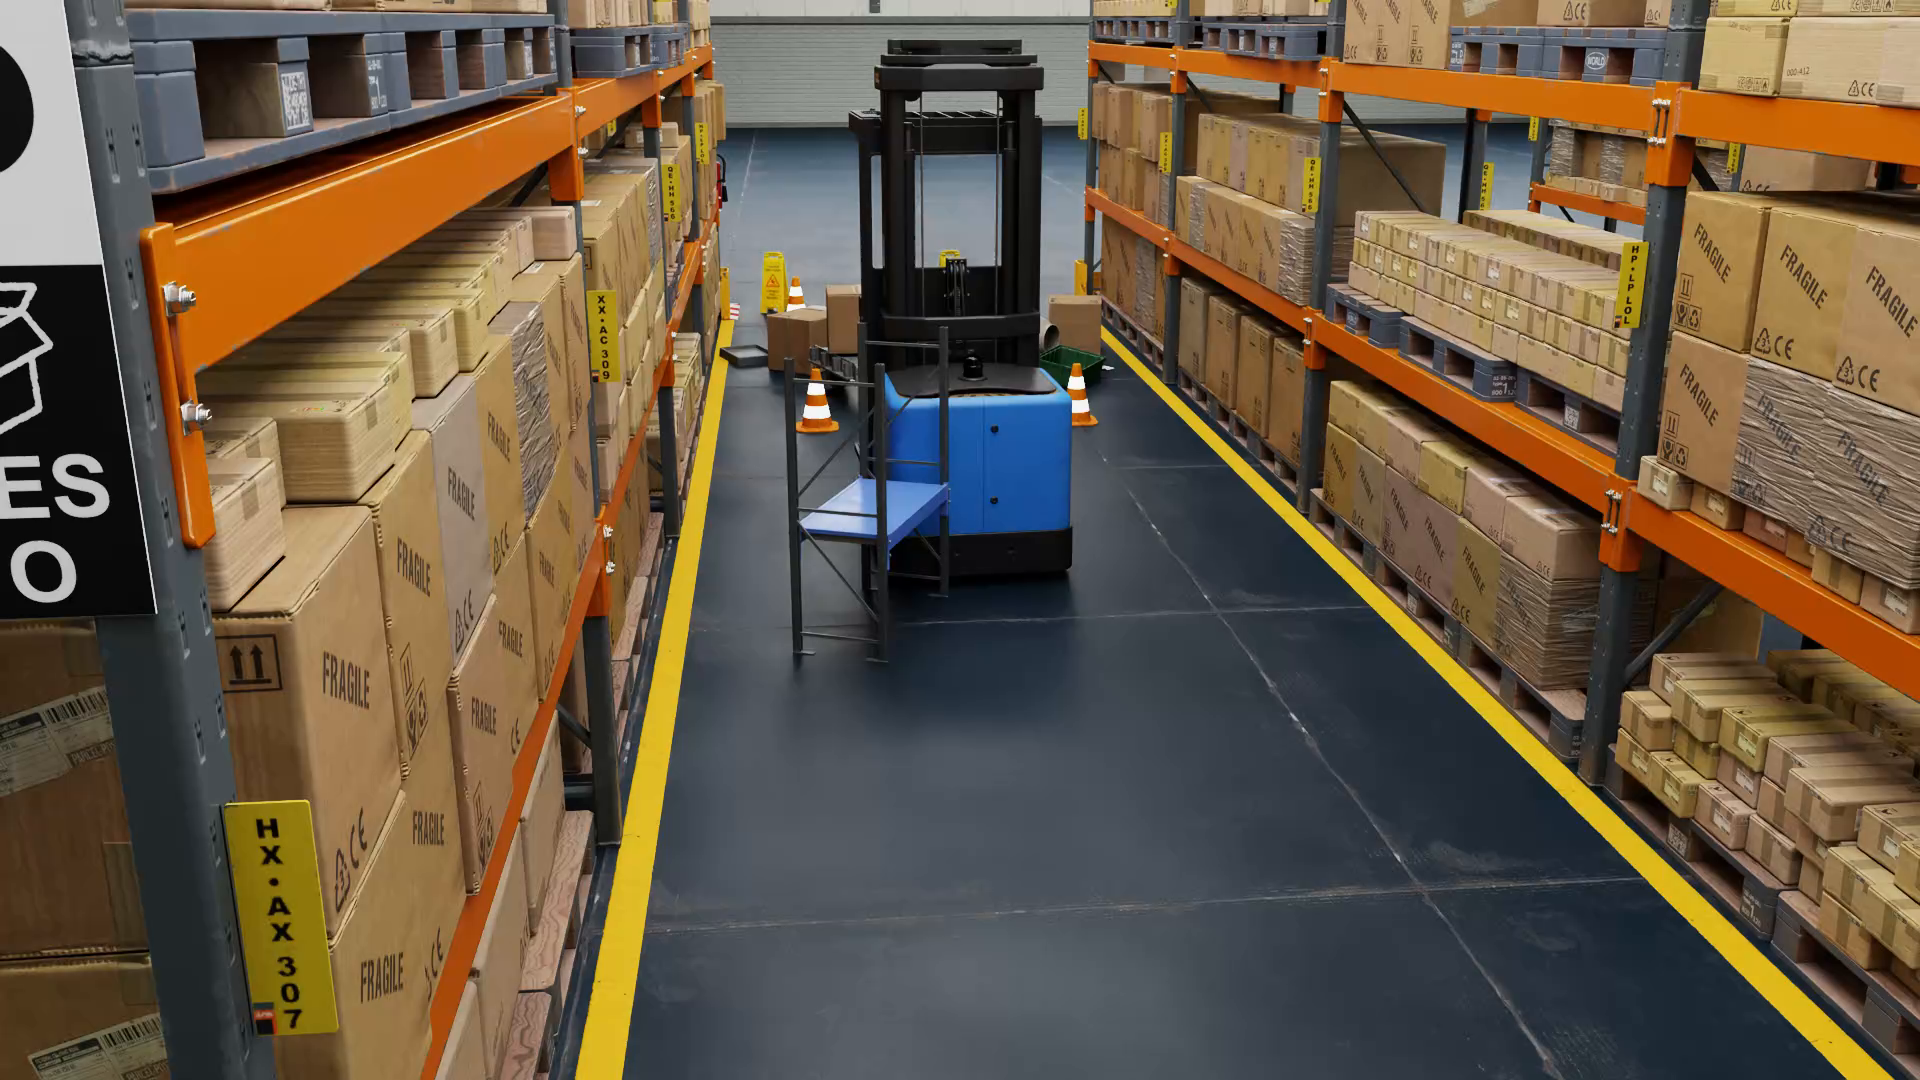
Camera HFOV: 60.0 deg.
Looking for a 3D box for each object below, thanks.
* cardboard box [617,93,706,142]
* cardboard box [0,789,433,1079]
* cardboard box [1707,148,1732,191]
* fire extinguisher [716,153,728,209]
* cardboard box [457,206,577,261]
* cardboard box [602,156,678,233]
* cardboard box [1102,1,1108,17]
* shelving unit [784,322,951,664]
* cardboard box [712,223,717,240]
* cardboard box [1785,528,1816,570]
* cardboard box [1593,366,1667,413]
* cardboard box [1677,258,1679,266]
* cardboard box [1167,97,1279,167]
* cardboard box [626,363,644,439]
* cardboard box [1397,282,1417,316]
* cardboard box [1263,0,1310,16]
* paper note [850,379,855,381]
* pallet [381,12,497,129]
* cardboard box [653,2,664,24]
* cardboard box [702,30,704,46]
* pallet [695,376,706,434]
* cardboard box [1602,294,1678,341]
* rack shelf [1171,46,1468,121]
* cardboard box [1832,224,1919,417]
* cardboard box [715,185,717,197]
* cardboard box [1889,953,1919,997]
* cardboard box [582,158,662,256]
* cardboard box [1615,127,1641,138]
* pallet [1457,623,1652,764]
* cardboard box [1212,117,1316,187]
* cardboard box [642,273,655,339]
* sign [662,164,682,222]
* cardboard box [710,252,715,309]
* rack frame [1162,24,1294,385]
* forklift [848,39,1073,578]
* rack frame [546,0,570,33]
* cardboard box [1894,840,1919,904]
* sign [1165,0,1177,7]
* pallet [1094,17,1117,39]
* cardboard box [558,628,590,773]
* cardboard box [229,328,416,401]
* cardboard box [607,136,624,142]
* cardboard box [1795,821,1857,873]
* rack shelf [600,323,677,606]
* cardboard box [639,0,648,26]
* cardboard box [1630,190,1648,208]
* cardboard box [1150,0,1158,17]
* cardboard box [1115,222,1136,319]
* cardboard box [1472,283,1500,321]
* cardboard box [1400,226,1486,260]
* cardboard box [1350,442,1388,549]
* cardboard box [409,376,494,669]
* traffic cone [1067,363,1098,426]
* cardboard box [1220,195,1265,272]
[{"bbox_3d":[-2.466,-3.438,13.788,0.700,0.500,0.500,-2,18,-6],"label":"cardboard box"},{"bbox_3d":[-1.163,0.742,2.639,0.500,0.500,0.500,-2,18,-6],"label":"cardboard box"},{"bbox_3d":[7.236,-3.265,14.907,0.875,0.500,0.500,-2,18,-6],"label":"cardboard box"},{"bbox_3d":[-2.603,-3.837,17.520,0.296,0.674,0.183,-2,18,-6],"label":"fire extinguisher"},{"bbox_3d":[-1.463,-1.002,5.443,0.380,0.149,0.250,-2,18,-7],"label":"cardboard box"},{"bbox_3d":[-2.163,-2.286,11.087,0.500,0.500,0.500,-1,17,-5],"label":"cardboard box"},{"bbox_3d":[1.633,-5.305,16.611,0.380,0.149,0.250,-2,18,-5],"label":"cardboard box"},{"bbox_3d":[-0.450,-0.275,8.548,0.538,1.500,1.048,5,18,16],"label":"shelving unit"},{"bbox_3d":[-2.603,-3.043,16.417,0.380,0.149,0.250,-1,17,-4],"label":"cardboard box"},{"bbox_3d":[3.008,0.015,5.542,0.380,0.149,0.250,-3,18,-8],"label":"cardboard box"},{"bbox_3d":[2.864,-0.626,6.881,0.380,0.149,0.250,-2,18,-7],"label":"cardboard box"},{"bbox_3d":[3.410,-1.239,7.841,0.380,0.149,0.250,-2,18,-6],"label":"cardboard box"},{"bbox_3d":[2.273,-3.514,14.310,0.875,0.550,0.550,-2,18,-6],"label":"cardboard box"},{"bbox_3d":[-1.686,-0.625,7.411,0.500,0.250,0.500,-2,18,-6],"label":"cardboard box"},{"bbox_3d":[2.620,-1.325,9.109,0.380,0.149,0.250,-1,17,-3],"label":"cardboard box"},{"bbox_3d":[2.283,-3.564,10.794,0.500,0.311,0.500,-2,18,-6],"label":"cardboard box"},{"bbox_3d":[-0.994,-1.428,14.674,0.148,0.019,0.142,-2,18,-6],"label":"paper note"},{"bbox_3d":[-1.615,-1.032,3.597,1.003,0.211,1.213,-2,18,-6],"label":"pallet"},{"bbox_3d":[-2.334,-3.721,11.564,0.500,0.250,0.500,-2,17,-5],"label":"cardboard box"},{"bbox_3d":[-2.531,-4.583,15.178,0.380,0.149,0.250,-2,18,-6],"label":"cardboard box"},{"bbox_3d":[-2.555,-1.071,13.237,1.003,0.211,1.213,-2,18,-6],"label":"pallet"},{"bbox_3d":[2.866,-0.911,6.796,0.380,0.149,0.250,-1,17,-3],"label":"cardboard box"},{"bbox_3d":[2.483,-3.309,11.902,1.077,0.370,4.000,-2,18,-6],"label":"rack shelf"},{"bbox_3d":[2.996,-0.653,4.916,0.500,0.500,0.500,-1,17,-5],"label":"cardboard box"},{"bbox_3d":[-2.661,-3.529,16.828,0.380,0.149,0.250,-2,18,-6],"label":"cardboard box"},{"bbox_3d":[3.097,1.306,5.067,0.380,0.149,0.250,-1,17,-4],"label":"cardboard box"},{"bbox_3d":[-1.911,-1.821,9.132,0.500,0.500,0.500,-2,18,-7],"label":"cardboard box"},{"bbox_3d":[6.749,-4.179,16.148,0.500,0.500,0.500,-2,18,-6],"label":"cardboard box"},{"bbox_3d":[3.020,0.665,7.705,1.003,0.211,1.213,-2,18,-6],"label":"pallet"},{"bbox_3d":[2.389,-3.040,13.018,0.700,0.500,0.500,-2,18,-7],"label":"cardboard box"},{"bbox_3d":[-1.792,-1.168,8.305,0.500,0.250,0.500,-2,18,-7],"label":"cardboard box"},{"bbox_3d":[-1.672,-2.012,9.646,0.100,0.325,0.005,-2,18,-6],"label":"sign"},{"bbox_3d":[-2.548,-2.378,15.380,0.500,0.500,0.500,-1,17,-3],"label":"cardboard box"},{"bbox_3d":[2.277,-2.817,14.141,1.000,3.000,0.127,-2,18,-6],"label":"rack frame"},{"bbox_3d":[-0.094,-1.585,10.332,1.130,2.935,3.031,-3,18,-8],"label":"forklift"},{"bbox_3d":[-1.812,-3.112,5.067,1.000,3.000,0.127,-2,18,-6],"label":"rack frame"},{"bbox_3d":[3.067,1.018,4.991,0.380,0.149,0.250,-2,18,-5],"label":"cardboard box"},{"bbox_3d":[1.725,-4.515,13.546,0.100,0.325,0.005,-2,18,-6],"label":"sign"},{"bbox_3d":[1.951,-5.177,16.798,1.003,0.211,1.213,-2,18,-6],"label":"pallet"},{"bbox_3d":[-1.955,0.381,6.802,0.875,0.875,0.875,-1,17,-4],"label":"cardboard box"},{"bbox_3d":[-1.295,-0.318,3.264,0.380,0.149,0.250,-2,18,-5],"label":"cardboard box"},{"bbox_3d":[-2.874,-2.875,12.963,0.500,0.500,0.500,-1,17,-4],"label":"cardboard box"},{"bbox_3d":[3.027,1.010,5.514,0.380,0.149,0.250,-1,17,-3],"label":"cardboard box"},{"bbox_3d":[-2.018,-0.503,7.972,1.077,0.370,4.000,-2,18,-6],"label":"rack shelf"},{"bbox_3d":[-1.933,-2.832,8.314,0.700,0.500,0.500,-3,18,-8],"label":"cardboard box"},{"bbox_3d":[6.766,-3.322,16.171,0.380,0.149,0.250,-2,18,-6],"label":"cardboard box"},{"bbox_3d":[1.867,-4.627,14.450,0.380,0.149,0.250,-2,17,-5],"label":"cardboard box"},{"bbox_3d":[2.092,-2.733,16.721,0.875,0.875,0.875,-2,18,-7],"label":"cardboard box"},{"bbox_3d":[2.725,-1.161,8.088,0.380,0.149,0.250,-2,18,-5],"label":"cardboard box"},{"bbox_3d":[2.622,-1.613,9.034,0.380,0.149,0.250,-3,18,-8],"label":"cardboard box"},{"bbox_3d":[2.564,-0.264,9.483,0.500,0.500,0.500,-2,17,-5],"label":"cardboard box"},{"bbox_3d":[-1.286,-0.042,3.466,0.500,0.500,0.500,-2,18,-6],"label":"cardboard box"},{"bbox_3d":[0.913,-1.160,13.100,0.336,0.463,0.334,-2,18,-6],"label":"traffic cone"},{"bbox_3d":[2.217,-2.249,12.165,0.500,0.500,0.500,-2,17,-5],"label":"cardboard box"}]
